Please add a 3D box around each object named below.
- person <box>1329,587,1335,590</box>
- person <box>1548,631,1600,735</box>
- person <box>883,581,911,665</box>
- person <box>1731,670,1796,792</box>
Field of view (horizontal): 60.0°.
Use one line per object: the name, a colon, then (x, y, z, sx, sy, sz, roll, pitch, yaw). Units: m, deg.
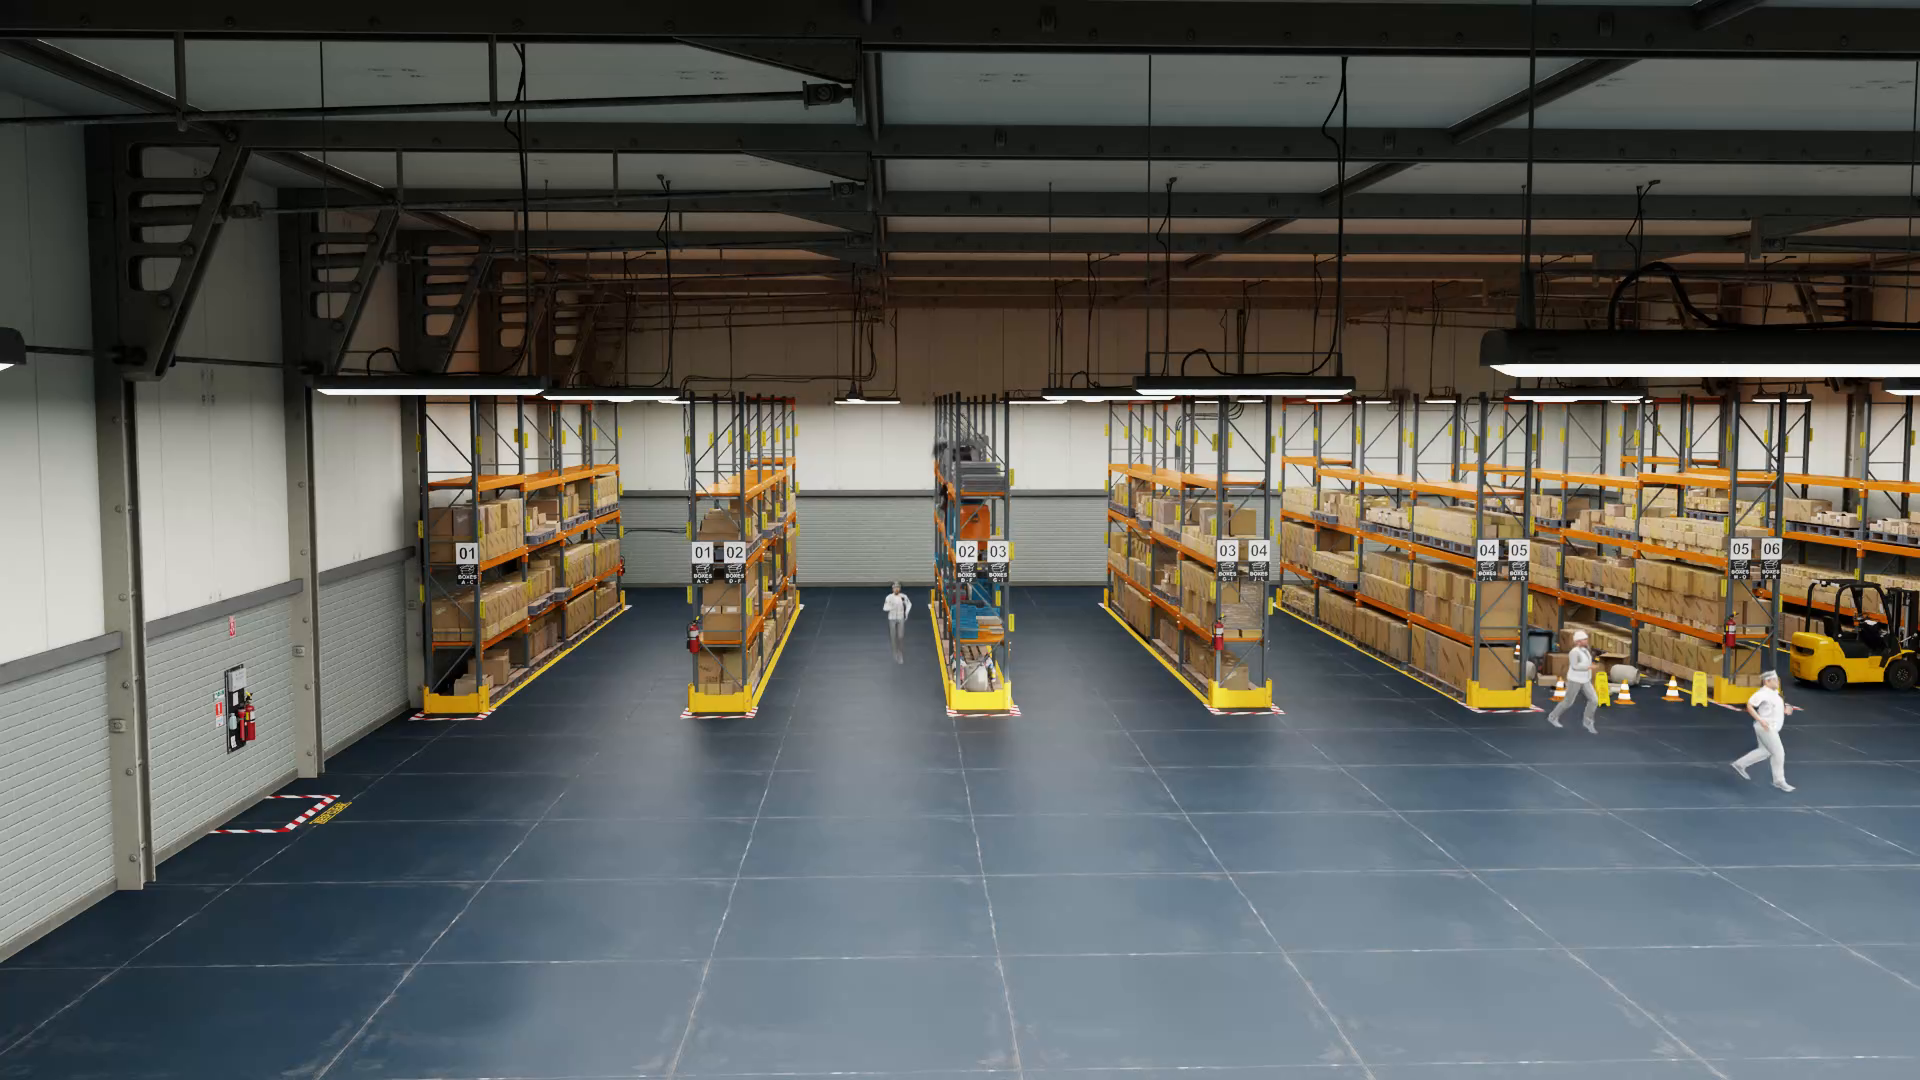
person: (10.807, 0.967, 48.685, 0.752, 1.681, 0.998, -2, 5, -25)
person: (10.863, 2.498, 29.277, 0.664, 1.823, 0.900, -4, 6, -40)
person: (-1.338, 1.763, 35.523, 0.592, 1.788, 0.658, 0, 5, -1)
person: (12.133, 2.835, 25.043, 0.911, 1.803, 0.647, 3, 6, 36)
